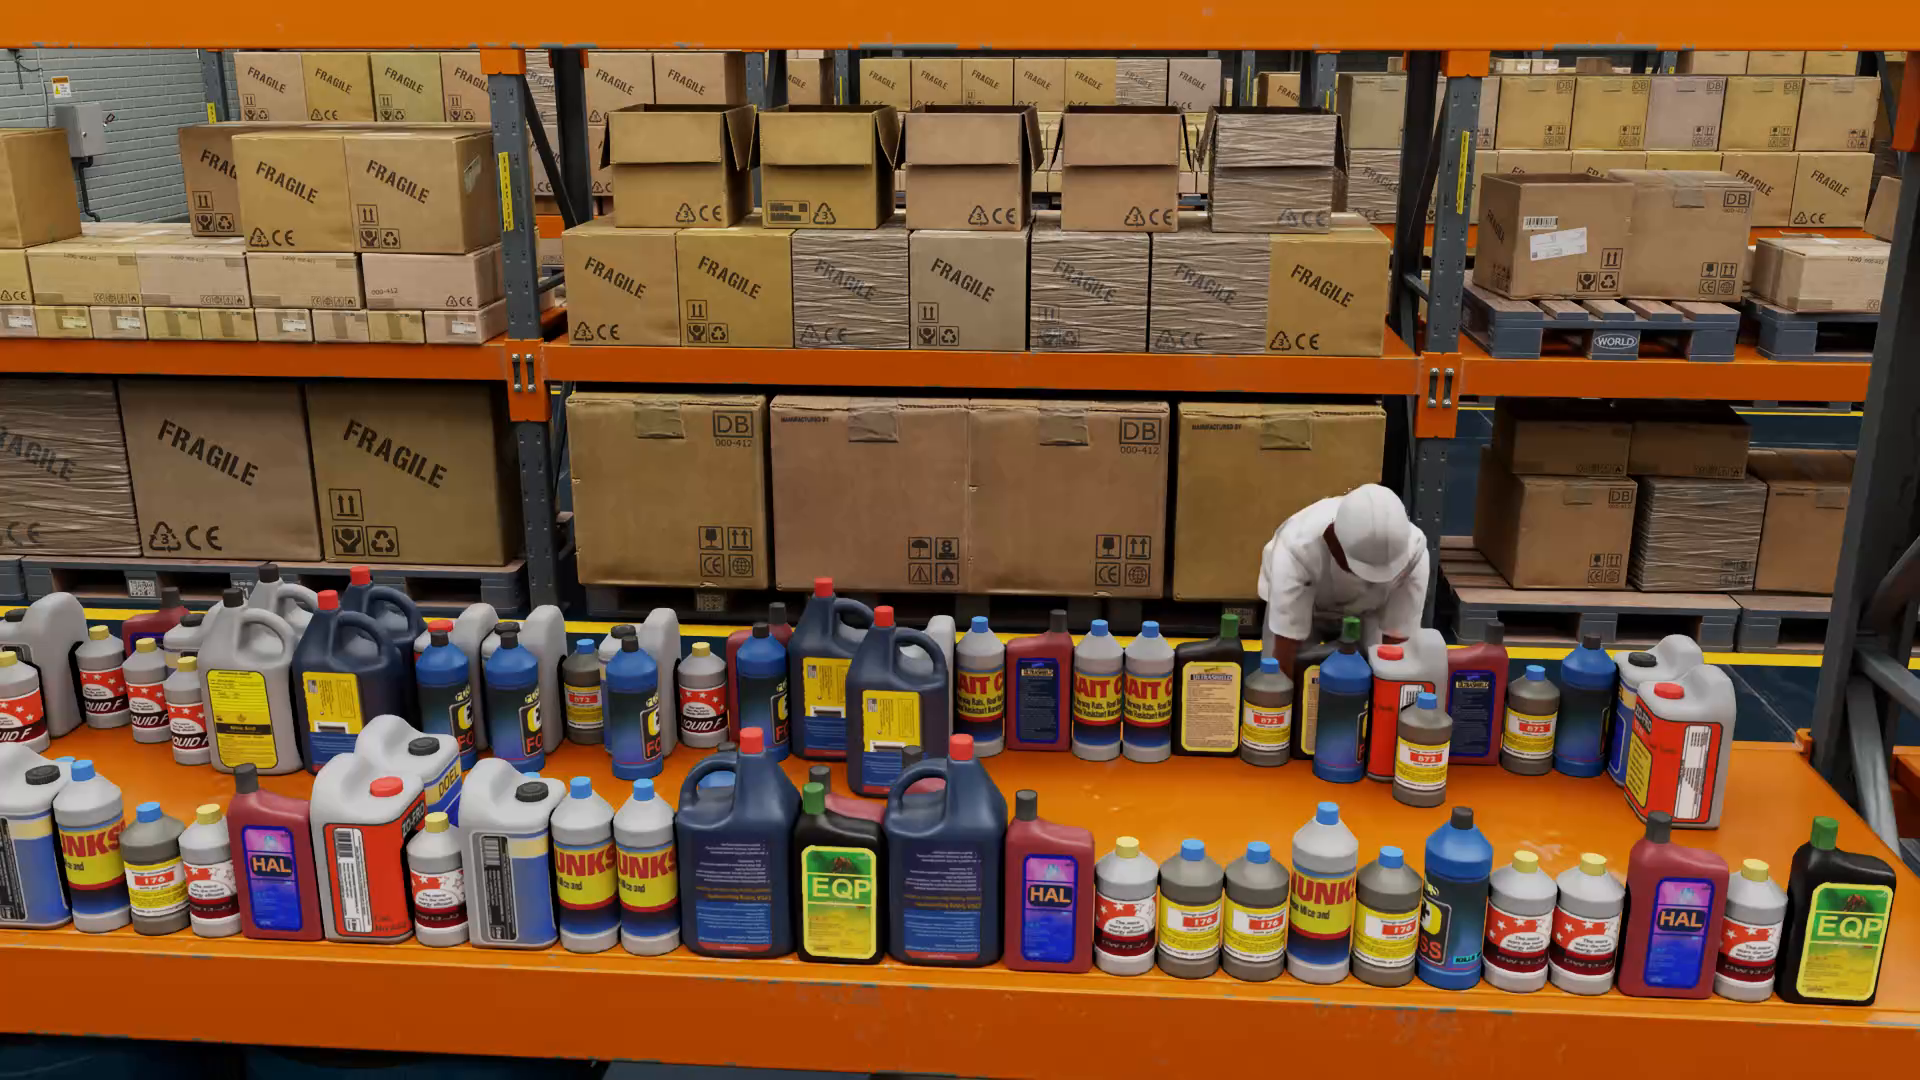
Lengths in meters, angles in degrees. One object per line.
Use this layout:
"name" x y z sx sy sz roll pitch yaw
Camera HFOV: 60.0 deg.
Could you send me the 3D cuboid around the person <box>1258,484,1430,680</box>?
"person" 1.192 0.424 5.229 0.475 1.420 0.886 1 17 2
